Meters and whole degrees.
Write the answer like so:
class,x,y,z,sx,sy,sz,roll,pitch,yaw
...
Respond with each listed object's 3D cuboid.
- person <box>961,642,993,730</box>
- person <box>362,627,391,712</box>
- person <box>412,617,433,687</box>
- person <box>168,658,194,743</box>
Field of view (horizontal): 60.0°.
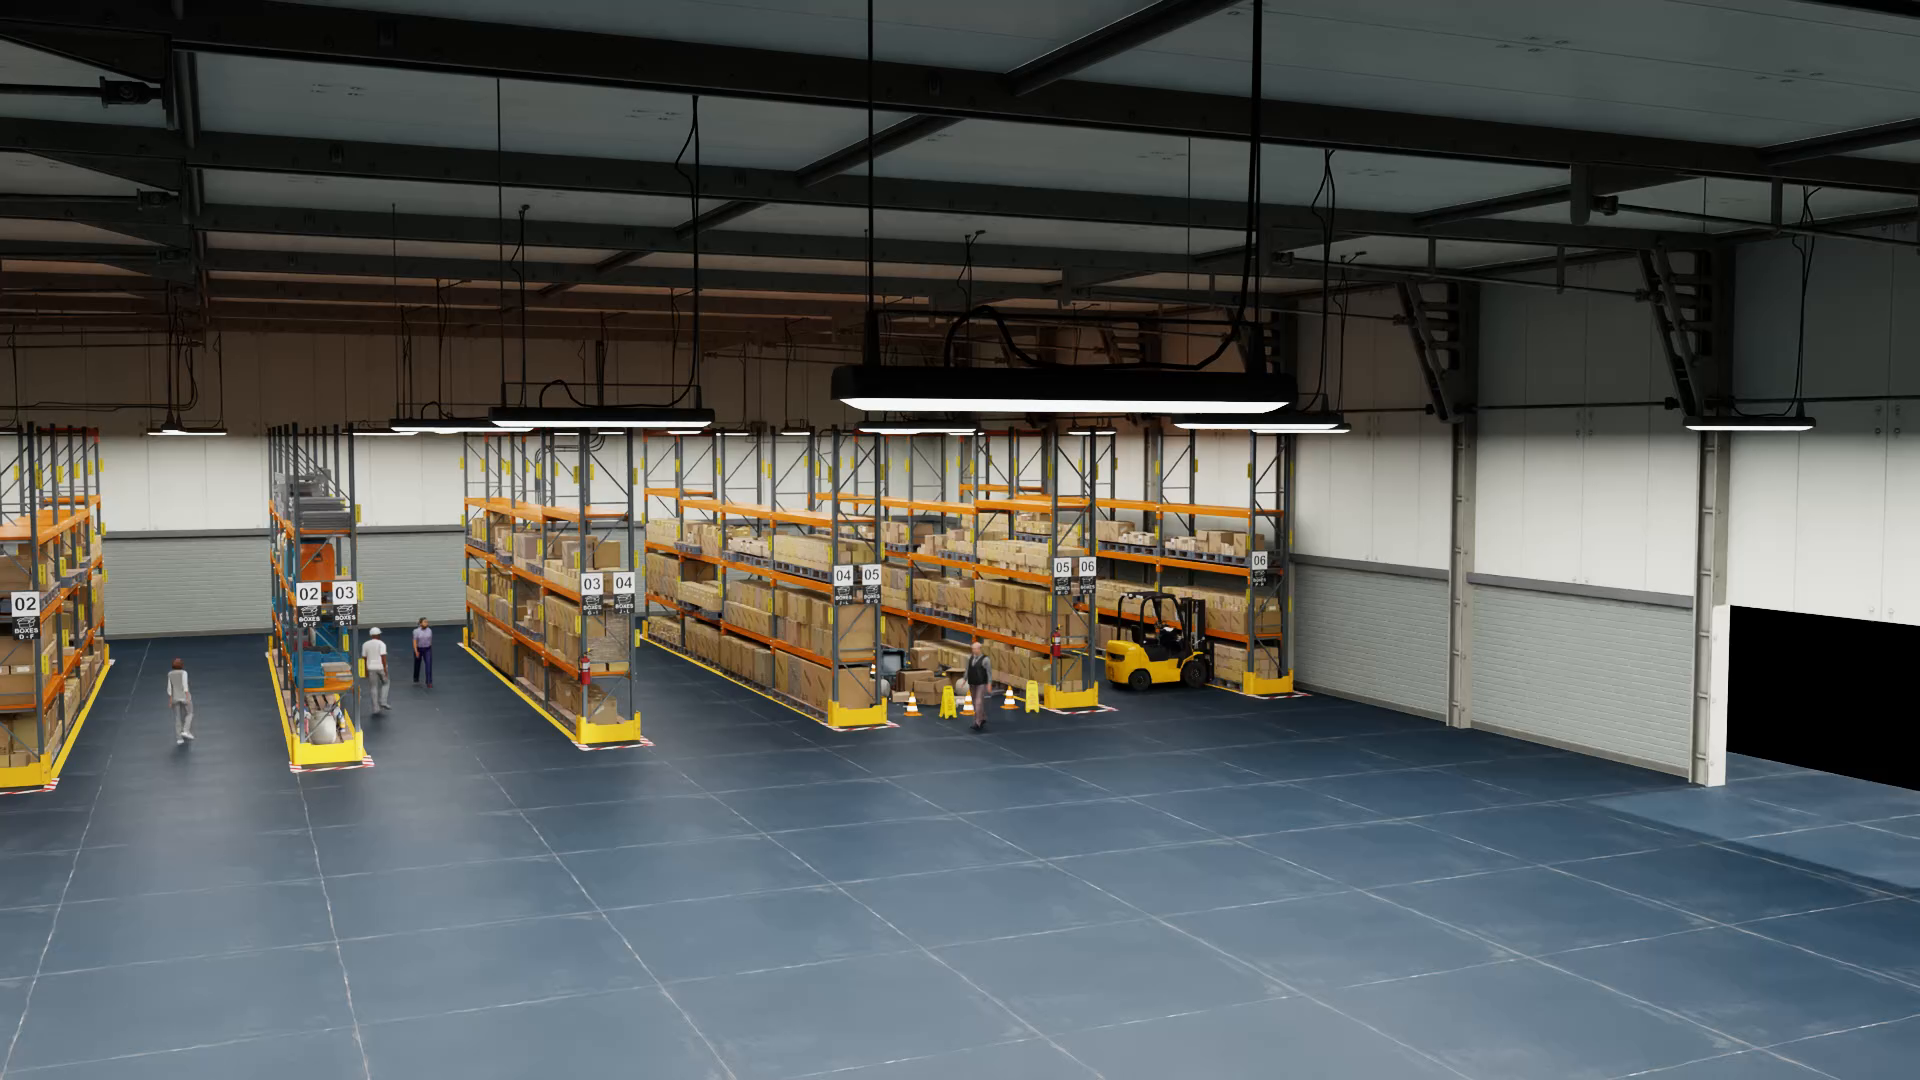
class,x,y,z,sx,sy,sz,roll,pitch,yaw
person,0.329,2.873,32.846,0.564,1.705,0.830,3,5,40
person,-12.222,2.704,34.780,0.563,1.744,0.529,-1,4,-10
person,-12.400,2.573,38.337,0.449,1.572,1.043,-2,4,-25
person,-14.641,3.011,31.216,0.453,1.585,0.443,-1,4,-15
